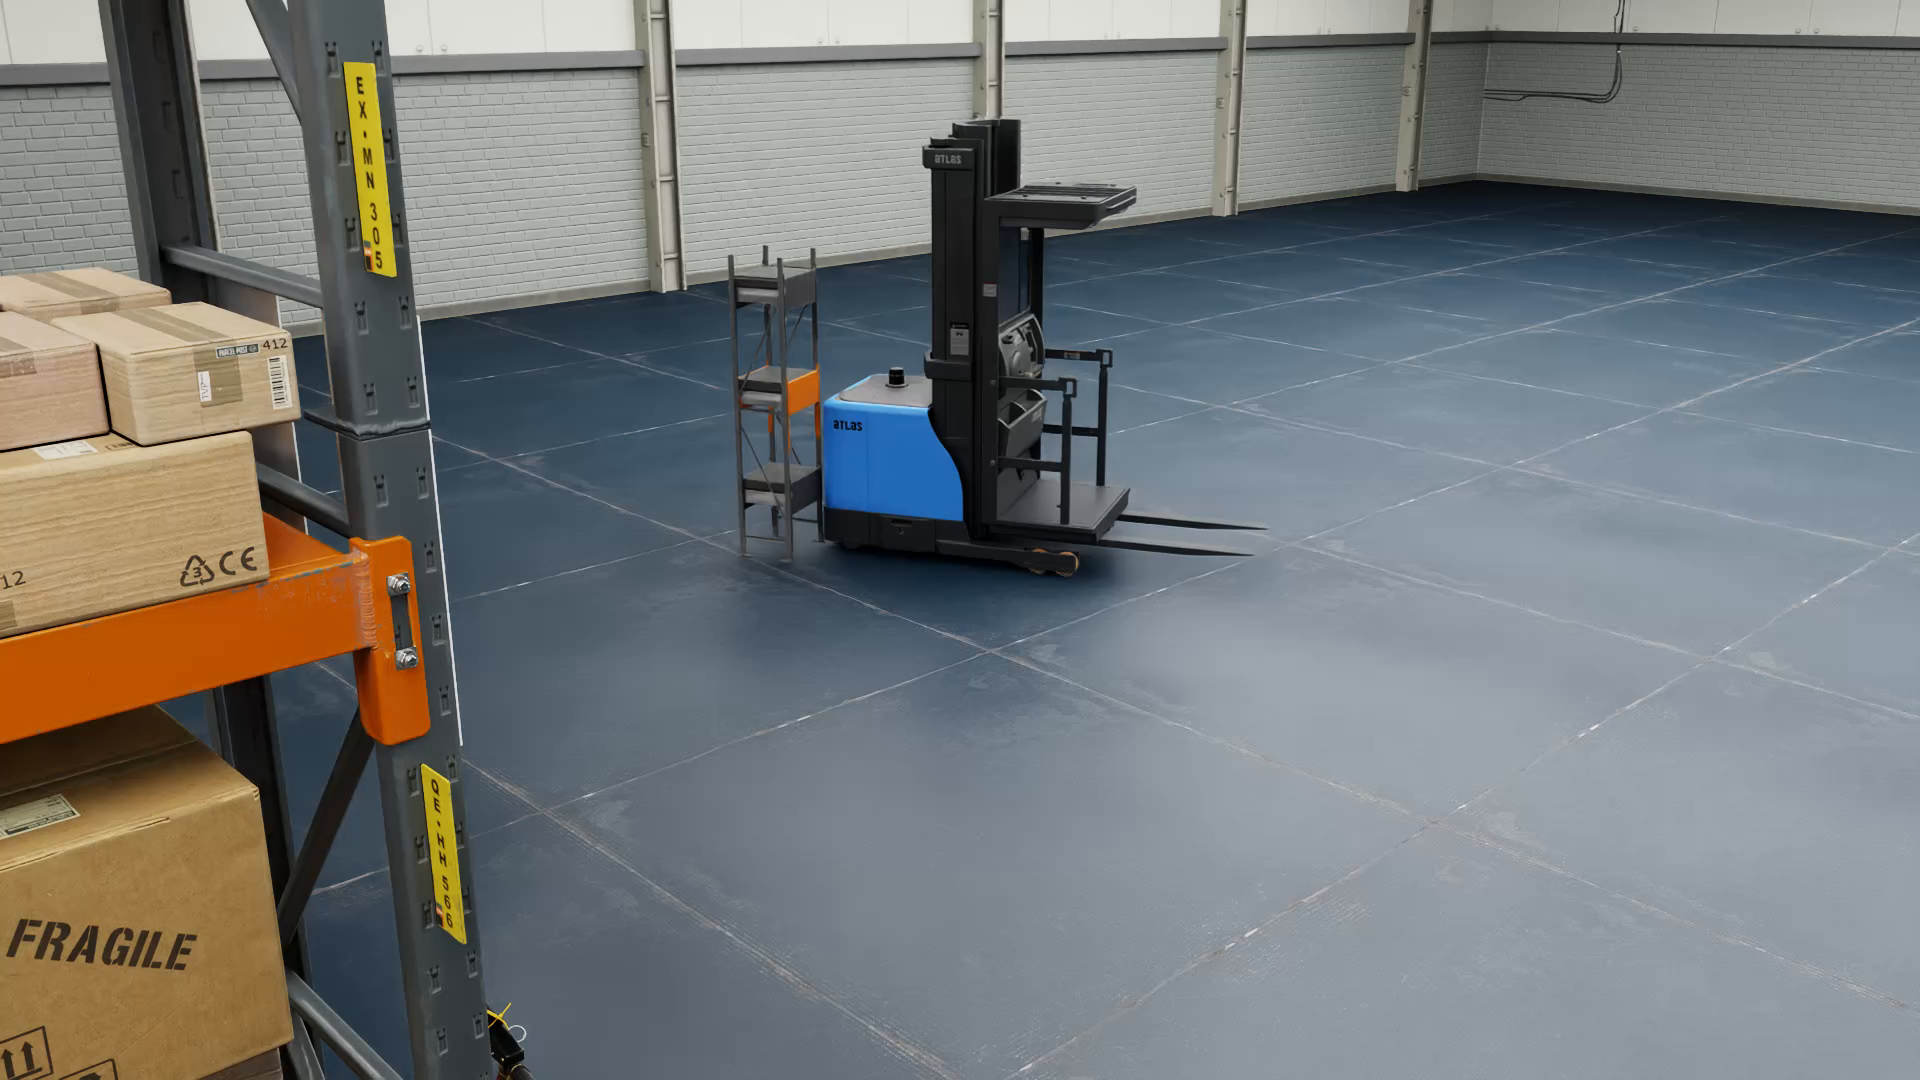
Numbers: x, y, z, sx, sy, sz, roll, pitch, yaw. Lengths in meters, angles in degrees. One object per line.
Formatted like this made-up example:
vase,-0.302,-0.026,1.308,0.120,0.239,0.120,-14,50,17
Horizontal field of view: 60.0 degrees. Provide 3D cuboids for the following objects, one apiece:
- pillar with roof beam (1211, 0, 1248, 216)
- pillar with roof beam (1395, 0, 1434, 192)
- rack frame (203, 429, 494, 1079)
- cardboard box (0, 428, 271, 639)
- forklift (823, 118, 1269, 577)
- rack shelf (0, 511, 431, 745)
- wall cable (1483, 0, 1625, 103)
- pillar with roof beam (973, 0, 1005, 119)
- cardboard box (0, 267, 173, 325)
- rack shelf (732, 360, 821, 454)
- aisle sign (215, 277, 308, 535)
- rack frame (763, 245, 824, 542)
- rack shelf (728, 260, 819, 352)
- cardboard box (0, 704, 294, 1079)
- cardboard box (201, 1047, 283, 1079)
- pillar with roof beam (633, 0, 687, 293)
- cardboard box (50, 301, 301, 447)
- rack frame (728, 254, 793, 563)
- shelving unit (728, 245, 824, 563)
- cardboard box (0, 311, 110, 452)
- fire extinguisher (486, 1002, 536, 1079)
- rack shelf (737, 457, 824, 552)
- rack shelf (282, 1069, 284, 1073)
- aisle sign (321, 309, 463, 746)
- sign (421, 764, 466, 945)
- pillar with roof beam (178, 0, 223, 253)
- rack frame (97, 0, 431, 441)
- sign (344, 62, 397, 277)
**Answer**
pillar with roof beam,7.755,-9.223,25.842,0.400,9.000,9.100,-16,24,-41
pillar with roof beam,12.115,-10.495,29.763,0.400,9.000,9.100,-16,24,-41
rack frame,-1.294,1.138,3.611,0.127,3.000,1.000,-16,24,-41
cardboard box,-1.470,-0.058,2.681,0.500,0.250,0.500,-16,24,-40
forklift,0.610,-1.331,11.337,3.031,2.935,1.130,6,19,18
rack shelf,-2.748,0.477,1.953,4.000,0.370,1.077,-16,24,-41
wall cable,12.206,-10.310,34.229,0.112,2.526,3.097,-16,24,-41
pillar with roof beam,3.396,-7.952,21.921,0.400,9.000,9.100,-16,24,-41
cardboard box,-1.653,-0.401,3.090,0.250,0.149,0.380,-16,24,-41
rack shelf,-1.257,-0.923,11.472,0.431,0.518,0.480,7,19,20
aisle sign,-1.455,-0.179,3.458,0.004,0.787,0.394,-16,24,-41
rack frame,-1.168,-1.006,11.684,0.400,2.100,0.015,7,19,20
rack shelf,-1.257,-1.589,11.256,0.431,0.518,0.480,7,19,20
cardboard box,-1.524,0.645,2.866,0.500,0.500,0.500,-16,24,-41
cardboard box,-1.713,1.059,3.210,0.500,0.500,0.875,-16,24,-41
pillar with roof beam,-0.964,-6.681,17.999,0.400,9.000,9.100,-16,24,-41
cardboard box,-1.282,-0.278,2.713,0.250,0.149,0.380,-16,24,-41
rack frame,-1.347,-0.866,11.252,0.400,2.100,0.015,7,19,20
shelving unit,-1.257,-0.936,11.468,0.431,2.100,0.503,7,19,20
cardboard box,-1.551,-0.250,2.624,0.380,0.149,0.250,17,25,42
fire extinguisher,-0.895,1.254,3.380,0.183,0.674,0.296,-16,24,-41
rack shelf,-1.257,-0.257,11.688,0.431,0.518,0.480,7,19,20
rack shelf,-2.748,1.904,2.415,4.000,0.370,1.077,-16,24,-41
aisle sign,-1.043,-0.045,3.044,0.004,0.787,0.394,-16,24,-41
sign,-0.928,0.565,2.987,0.005,0.325,0.100,-16,24,-41
pillar with roof beam,-5.324,-5.409,14.078,0.400,9.000,9.100,-16,24,-41
rack frame,-1.294,-1.716,2.686,0.127,3.000,1.000,-16,24,-41
sign,-0.928,-0.581,2.615,0.005,0.325,0.100,-16,24,-41
